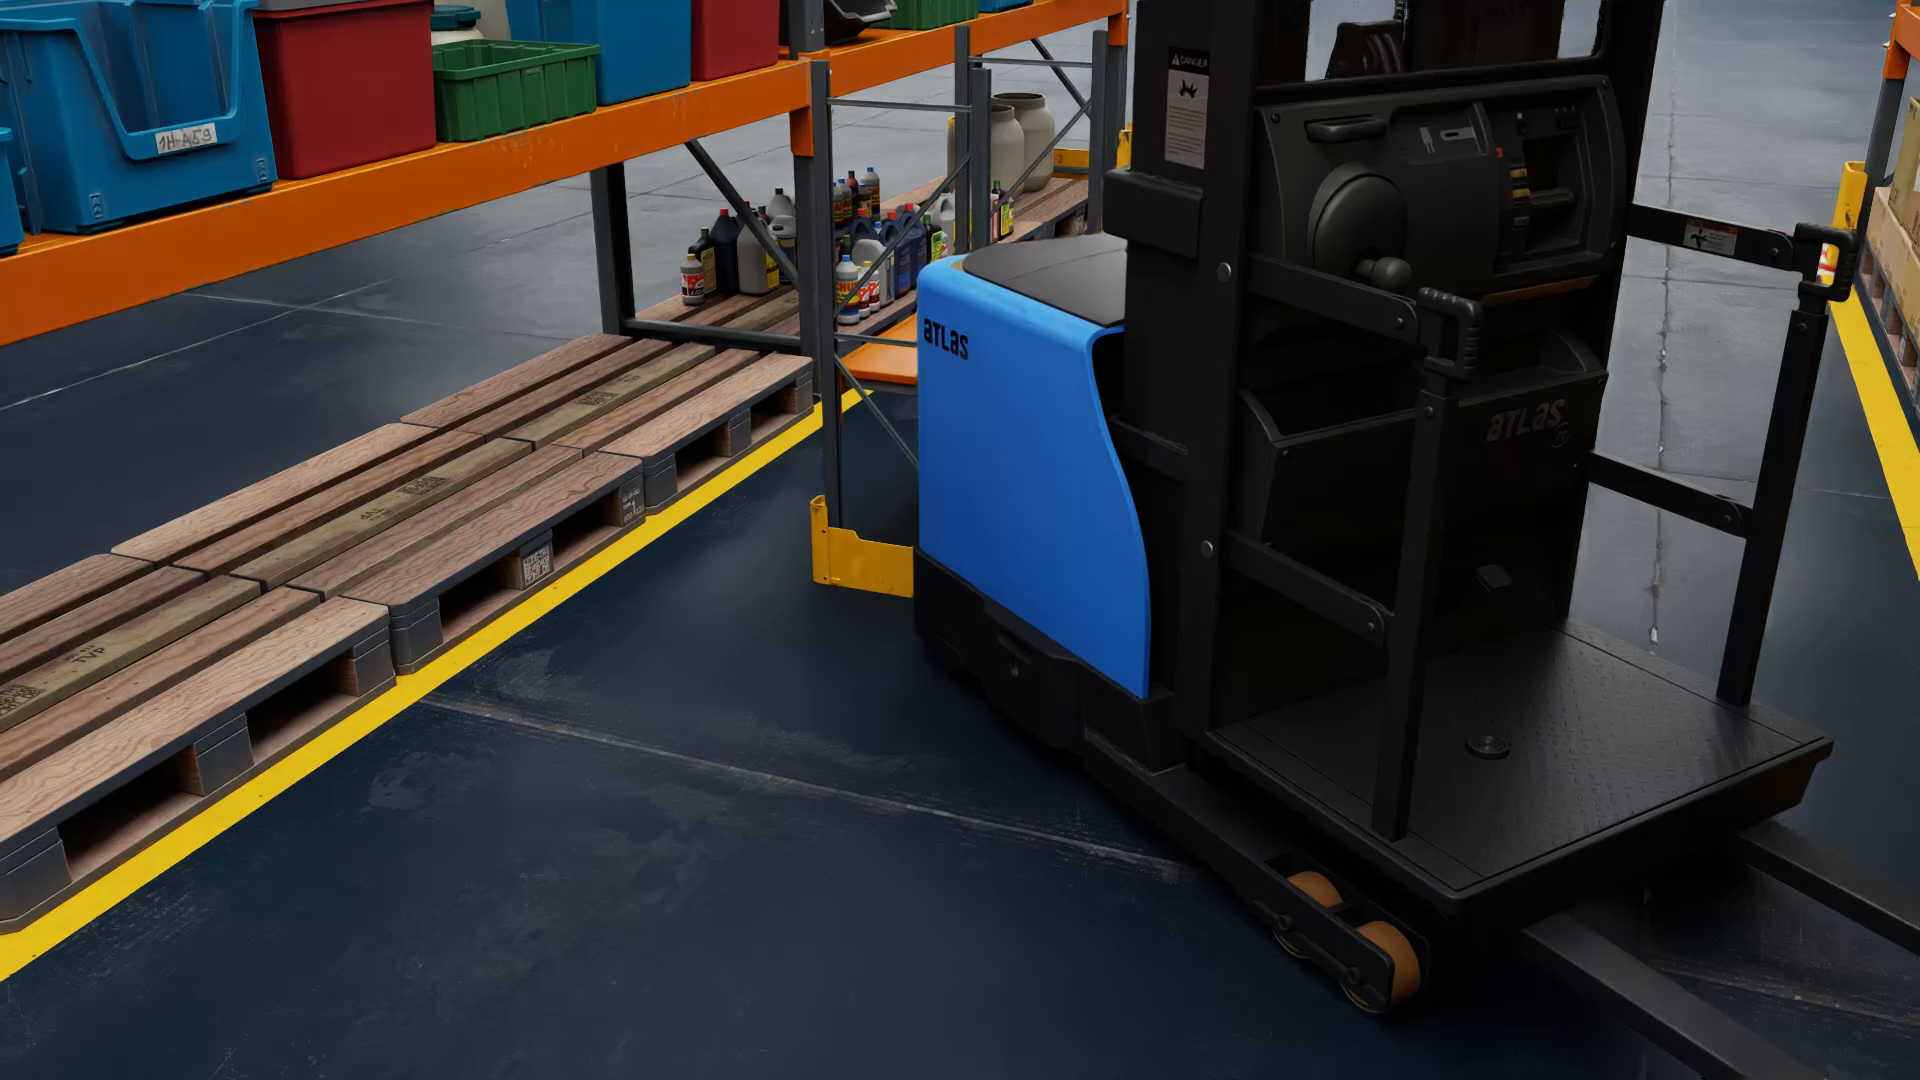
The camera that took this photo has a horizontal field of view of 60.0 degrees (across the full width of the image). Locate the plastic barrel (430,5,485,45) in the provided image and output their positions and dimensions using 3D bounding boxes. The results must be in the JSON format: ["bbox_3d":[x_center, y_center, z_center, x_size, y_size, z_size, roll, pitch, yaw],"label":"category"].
[{"bbox_3d":[-1.621,-1.516,5.167,0.301,0.262,0.301,0,23,0],"label":"plastic barrel"}]

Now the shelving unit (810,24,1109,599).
[{"bbox_3d":[0.028,-0.719,5.026,0.587,1.500,1.083,9,24,20],"label":"shelving unit"}]

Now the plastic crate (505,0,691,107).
[{"bbox_3d":[-1.108,-1.585,5.173,0.392,0.384,0.575,9,24,20],"label":"plastic crate"}]

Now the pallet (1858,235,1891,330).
[{"bbox_3d":[4.851,-1.186,7.815,1.003,0.211,1.213,9,24,20],"label":"pallet"}]

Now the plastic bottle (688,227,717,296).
[{"bbox_3d":[-1.115,-1.200,7.185,0.061,0.283,0.133,10,25,23],"label":"plastic bottle"}]

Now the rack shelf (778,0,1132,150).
[{"bbox_3d":[-0.244,-2.415,8.073,1.077,0.370,4.000,9,24,20],"label":"rack shelf"}]

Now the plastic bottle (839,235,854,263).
[{"bbox_3d":[-0.466,-1.167,7.105,0.061,0.283,0.133,9,24,20],"label":"plastic bottle"}]

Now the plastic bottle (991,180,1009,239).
[{"bbox_3d":[0.197,-1.648,8.257,0.061,0.283,0.133,9,24,21],"label":"plastic bottle"}]

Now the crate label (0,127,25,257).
[{"bbox_3d":[-1.968,-0.620,3.059,0.303,0.233,0.416,9,24,20],"label":"crate label"}]

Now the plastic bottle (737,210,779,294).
[{"bbox_3d":[-0.882,-1.263,7.248,0.144,0.351,0.185,9,24,20],"label":"plastic bottle"}]

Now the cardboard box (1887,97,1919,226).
[{"bbox_3d":[4.507,-1.684,7.440,0.500,0.500,0.500,9,24,20],"label":"cardboard box"}]

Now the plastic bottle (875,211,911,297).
[{"bbox_3d":[-0.302,-1.241,7.196,0.144,0.351,0.185,9,24,21],"label":"plastic bottle"}]

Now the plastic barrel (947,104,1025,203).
[{"bbox_3d":[0.139,-2.083,9.027,0.421,0.512,0.421,0,23,0],"label":"plastic barrel"}]

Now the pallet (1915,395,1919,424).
[{"bbox_3d":[3.945,-0.313,5.725,1.003,0.211,1.213,9,24,20],"label":"pallet"}]

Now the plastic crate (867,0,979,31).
[{"bbox_3d":[-0.221,-2.379,7.328,0.450,0.188,0.662,9,24,20],"label":"plastic crate"}]

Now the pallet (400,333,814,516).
[{"bbox_3d":[-1.243,-0.458,6.073,1.003,0.211,1.213,9,24,20],"label":"pallet"}]

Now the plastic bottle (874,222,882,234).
[{"bbox_3d":[-0.360,-1.274,7.377,0.097,0.271,0.097,0,23,0],"label":"plastic bottle"}]

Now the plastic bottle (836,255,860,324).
[{"bbox_3d":[-0.462,-1.027,6.785,0.097,0.271,0.097,0,23,0],"label":"plastic bottle"}]

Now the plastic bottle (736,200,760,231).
[{"bbox_3d":[-0.944,-1.352,7.462,0.144,0.351,0.185,8,24,17],"label":"plastic bottle"}]

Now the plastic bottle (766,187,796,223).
[{"bbox_3d":[-0.824,-1.468,7.739,0.144,0.351,0.185,9,24,20],"label":"plastic bottle"}]

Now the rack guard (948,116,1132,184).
[{"bbox_3d":[0.514,-2.275,10.049,1.175,0.500,0.348,9,24,20],"label":"rack guard"}]

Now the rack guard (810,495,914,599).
[{"bbox_3d":[-0.157,0.036,4.840,0.587,0.250,0.087,9,24,20],"label":"rack guard"}]

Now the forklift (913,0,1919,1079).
[{"bbox_3d":[1.066,-0.670,3.051,1.130,2.935,3.031,-13,26,-28],"label":"forklift"}]

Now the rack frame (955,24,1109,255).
[{"bbox_3d":[0.221,-0.904,5.470,0.500,1.500,0.032,9,24,20],"label":"rack frame"}]

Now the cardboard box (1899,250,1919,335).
[{"bbox_3d":[4.132,-0.981,6.729,0.500,0.250,0.500,9,24,20],"label":"cardboard box"}]

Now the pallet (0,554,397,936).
[{"bbox_3d":[-2.149,0.415,3.982,1.003,0.211,1.213,9,24,20],"label":"pallet"}]

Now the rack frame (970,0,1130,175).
[{"bbox_3d":[0.499,-3.463,9.648,1.000,3.000,0.127,9,24,20],"label":"rack frame"}]

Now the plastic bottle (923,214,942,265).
[{"bbox_3d":[-0.132,-1.331,7.498,0.061,0.283,0.133,10,25,22],"label":"plastic bottle"}]

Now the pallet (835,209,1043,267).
[{"bbox_3d":[-0.247,-1.417,8.369,1.003,0.211,1.213,9,24,20],"label":"pallet"}]

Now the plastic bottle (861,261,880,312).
[{"bbox_3d":[-0.386,-1.067,6.973,0.097,0.201,0.097,0,23,0],"label":"plastic bottle"}]

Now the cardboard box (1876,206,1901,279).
[{"bbox_3d":[4.508,-1.338,7.583,0.500,0.250,0.500,9,24,20],"label":"cardboard box"}]

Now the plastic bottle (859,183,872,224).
[{"bbox_3d":[-0.503,-1.733,8.568,0.097,0.201,0.097,0,23,0],"label":"plastic bottle"}]

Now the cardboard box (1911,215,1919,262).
[{"bbox_3d":[4.131,-1.327,6.584,0.500,0.500,0.500,9,24,20],"label":"cardboard box"}]

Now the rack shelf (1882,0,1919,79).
[{"bbox_3d":[4.353,-1.705,6.372,1.077,0.370,4.000,9,24,20],"label":"rack shelf"}]

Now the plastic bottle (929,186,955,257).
[{"bbox_3d":[-0.074,-1.461,7.722,0.144,0.351,0.185,9,24,20],"label":"plastic bottle"}]

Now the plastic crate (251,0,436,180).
[{"bbox_3d":[-1.589,-1.164,4.062,0.402,0.464,0.583,9,24,20],"label":"plastic crate"}]

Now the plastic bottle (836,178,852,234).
[{"bbox_3d":[-0.591,-1.680,8.349,0.097,0.271,0.097,0,23,0],"label":"plastic bottle"}]
